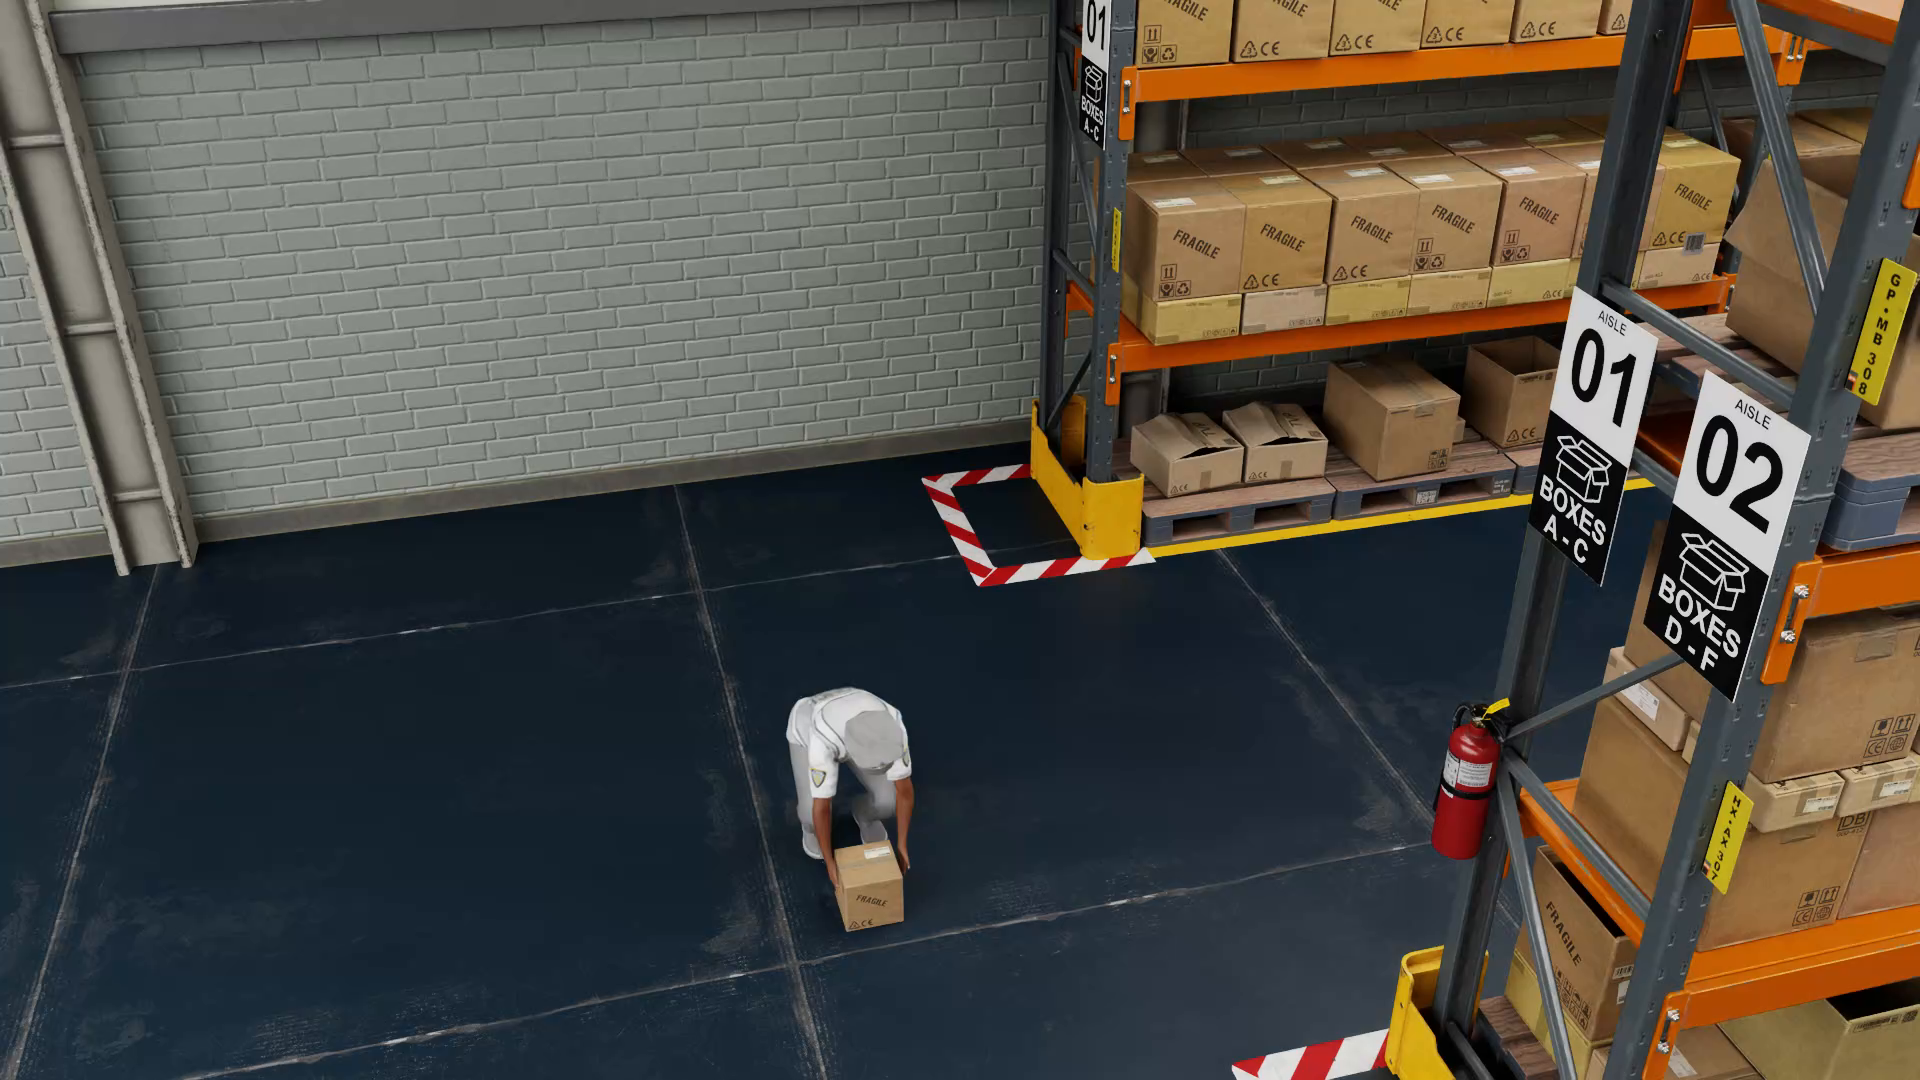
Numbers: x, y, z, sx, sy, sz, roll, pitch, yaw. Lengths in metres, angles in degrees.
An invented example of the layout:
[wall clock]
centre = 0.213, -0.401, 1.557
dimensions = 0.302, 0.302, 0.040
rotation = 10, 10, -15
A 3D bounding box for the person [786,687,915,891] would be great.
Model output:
[person]
centre = -0.478, 1.003, 7.239
dimensions = 0.484, 0.947, 0.861
rotation = -8, 31, -13
